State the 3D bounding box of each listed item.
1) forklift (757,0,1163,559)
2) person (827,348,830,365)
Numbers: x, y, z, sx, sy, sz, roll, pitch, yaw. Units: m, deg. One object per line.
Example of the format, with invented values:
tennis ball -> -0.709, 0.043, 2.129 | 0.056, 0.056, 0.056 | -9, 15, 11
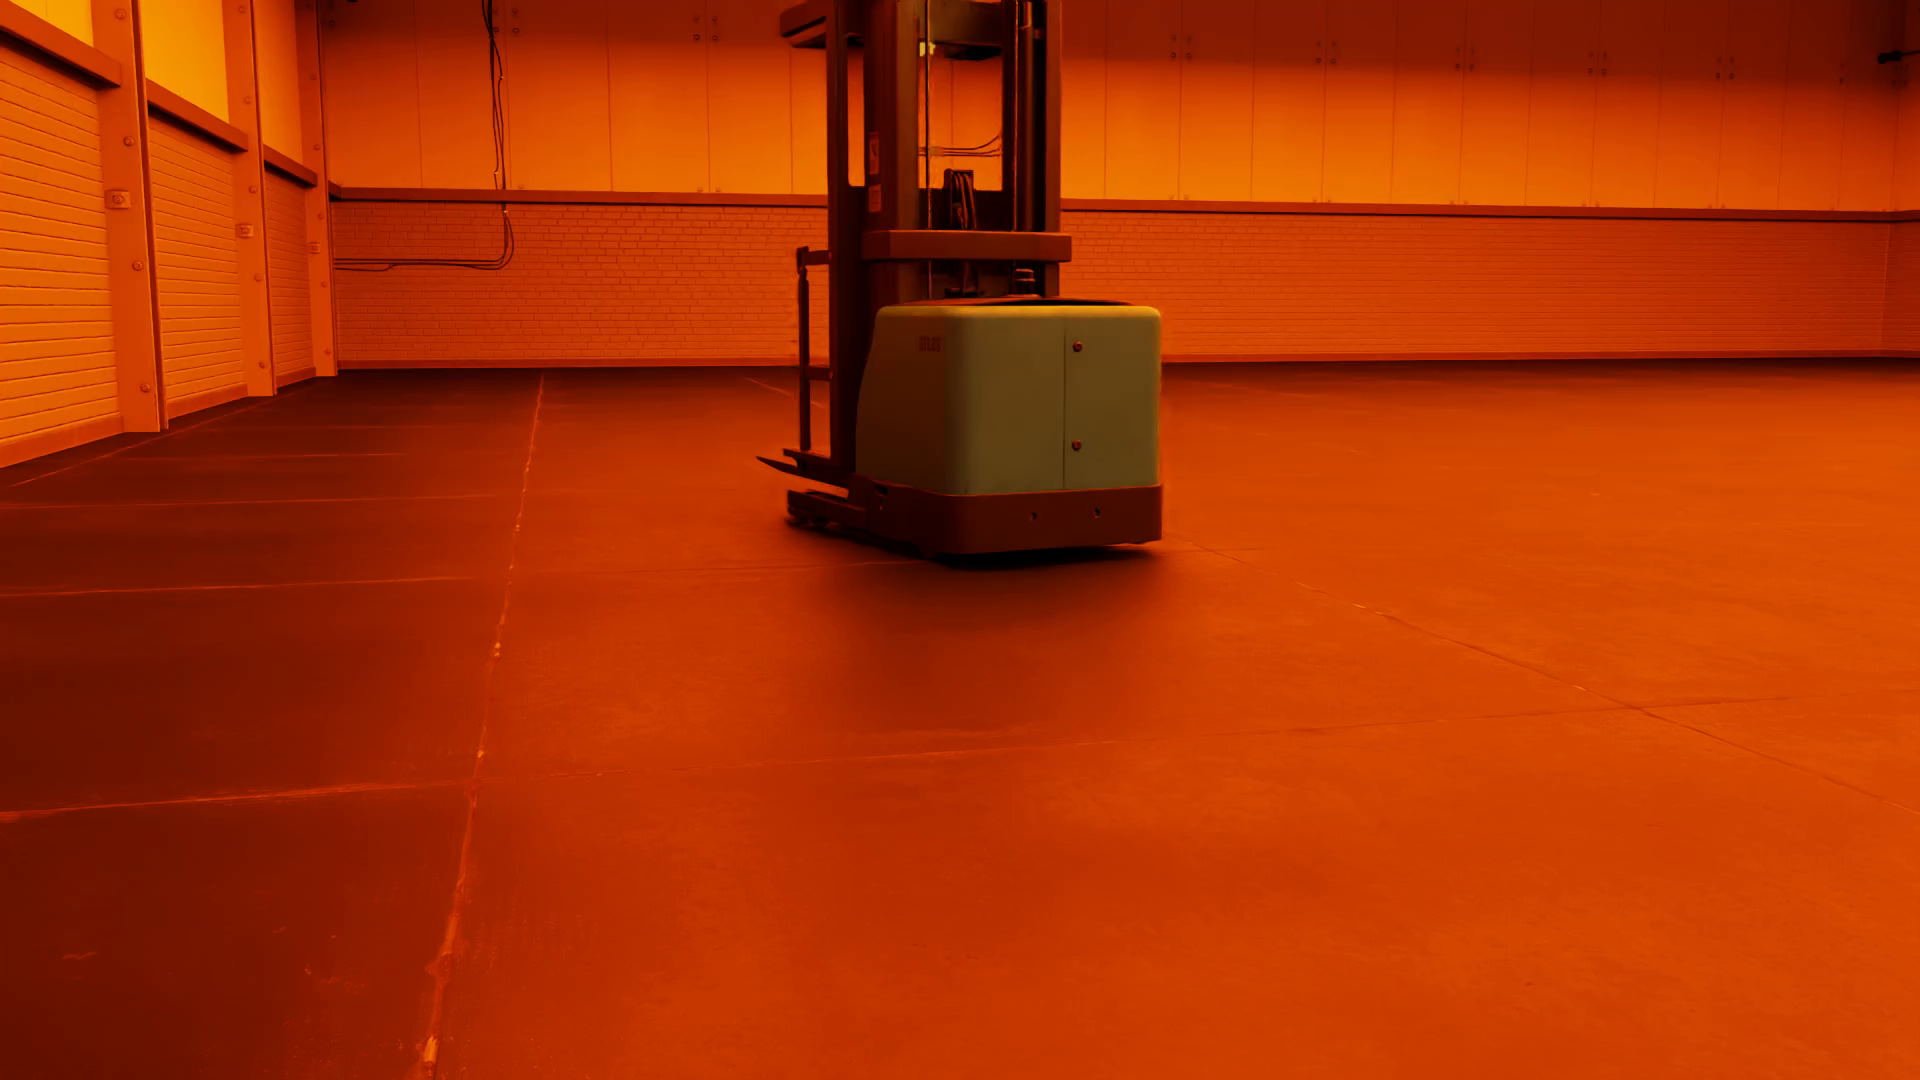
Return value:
forklift -> -0.210, -1.538, 8.121 | 1.130, 2.935, 3.031 | -4, 9, -25
person -> -0.382, -1.136, 10.400 | 0.948, 1.551, 0.537 | -4, 9, -29
